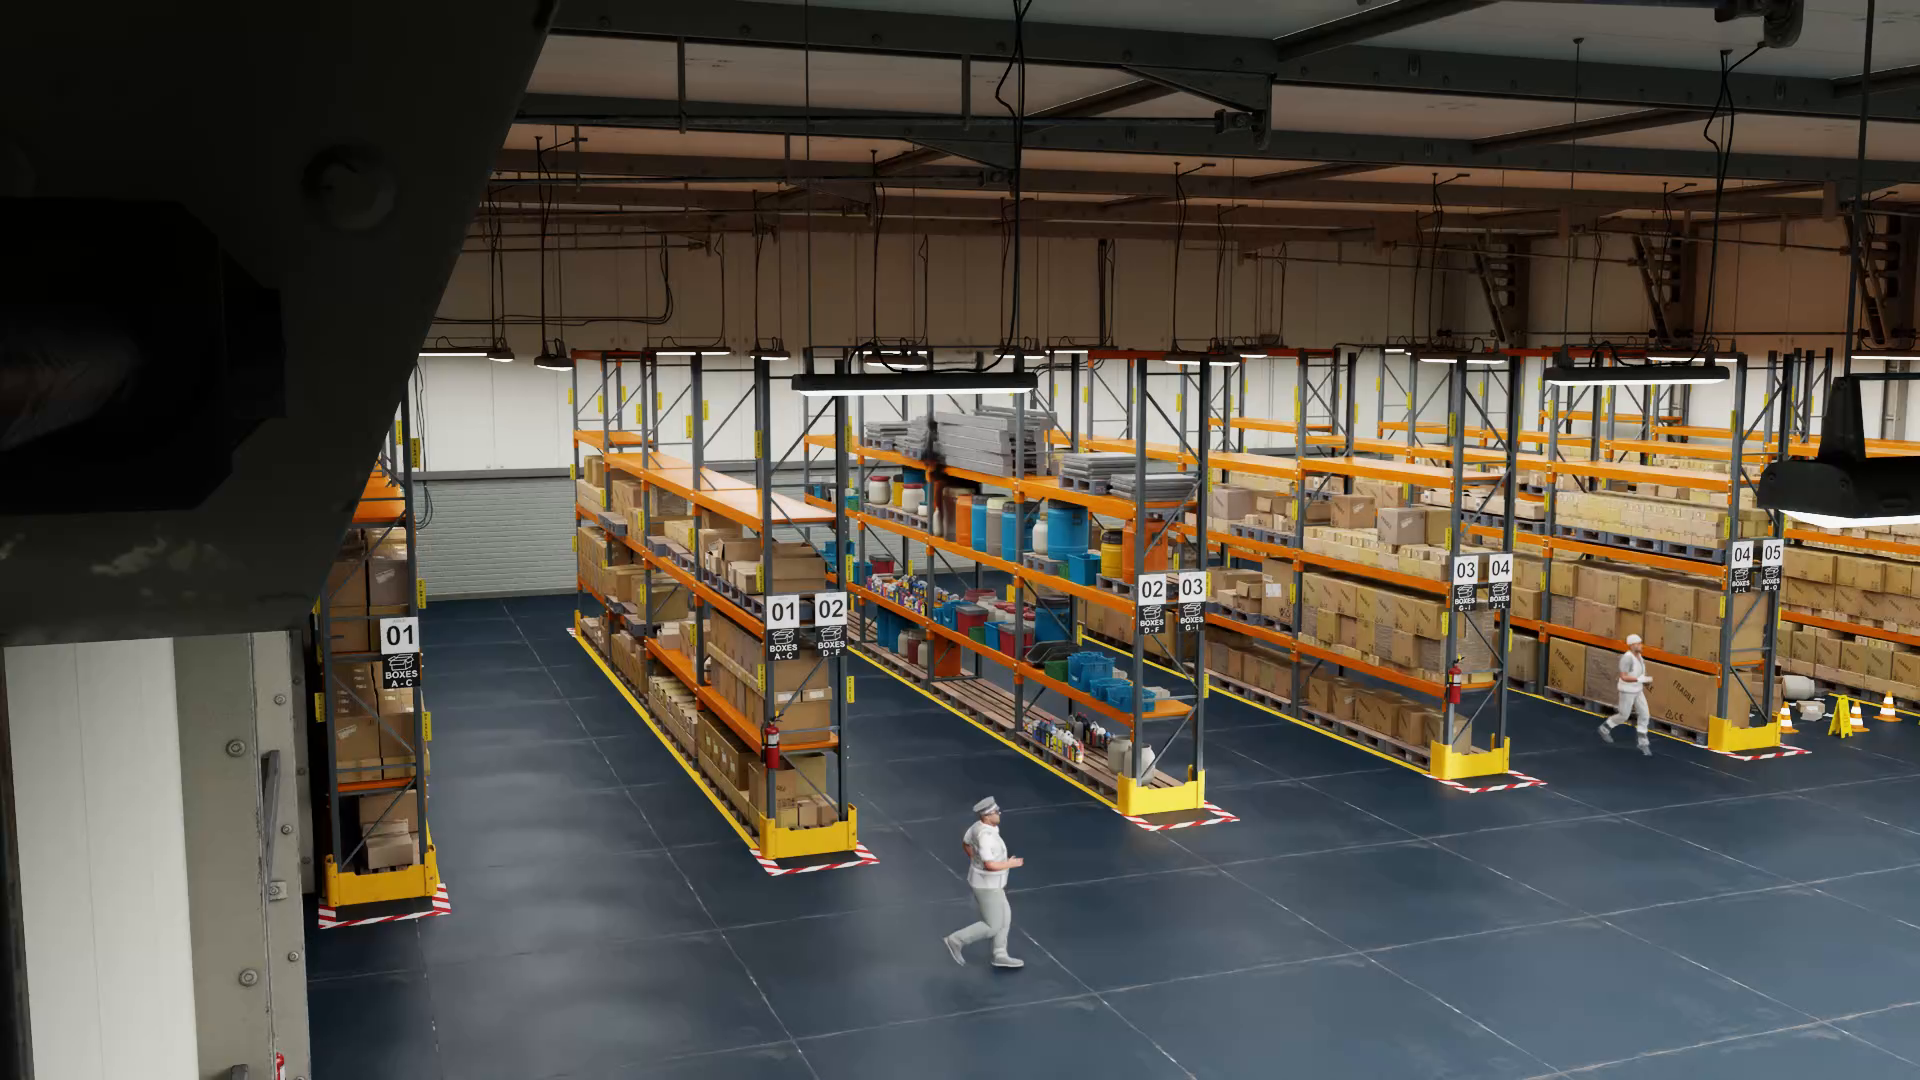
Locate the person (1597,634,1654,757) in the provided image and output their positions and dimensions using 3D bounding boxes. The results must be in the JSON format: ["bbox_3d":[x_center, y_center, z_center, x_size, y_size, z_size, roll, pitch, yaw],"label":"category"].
[{"bbox_3d":[10.121,2.332,25.206,0.690,1.848,0.913,-6,9,-41],"label":"person"}]

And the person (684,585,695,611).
[{"bbox_3d":[-5.967,1.092,35.954,0.533,1.583,0.579,3,8,22],"label":"person"}]

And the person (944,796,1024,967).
[{"bbox_3d":[0.236,3.407,16.529,0.817,1.755,0.676,-1,7,-7],"label":"person"}]
